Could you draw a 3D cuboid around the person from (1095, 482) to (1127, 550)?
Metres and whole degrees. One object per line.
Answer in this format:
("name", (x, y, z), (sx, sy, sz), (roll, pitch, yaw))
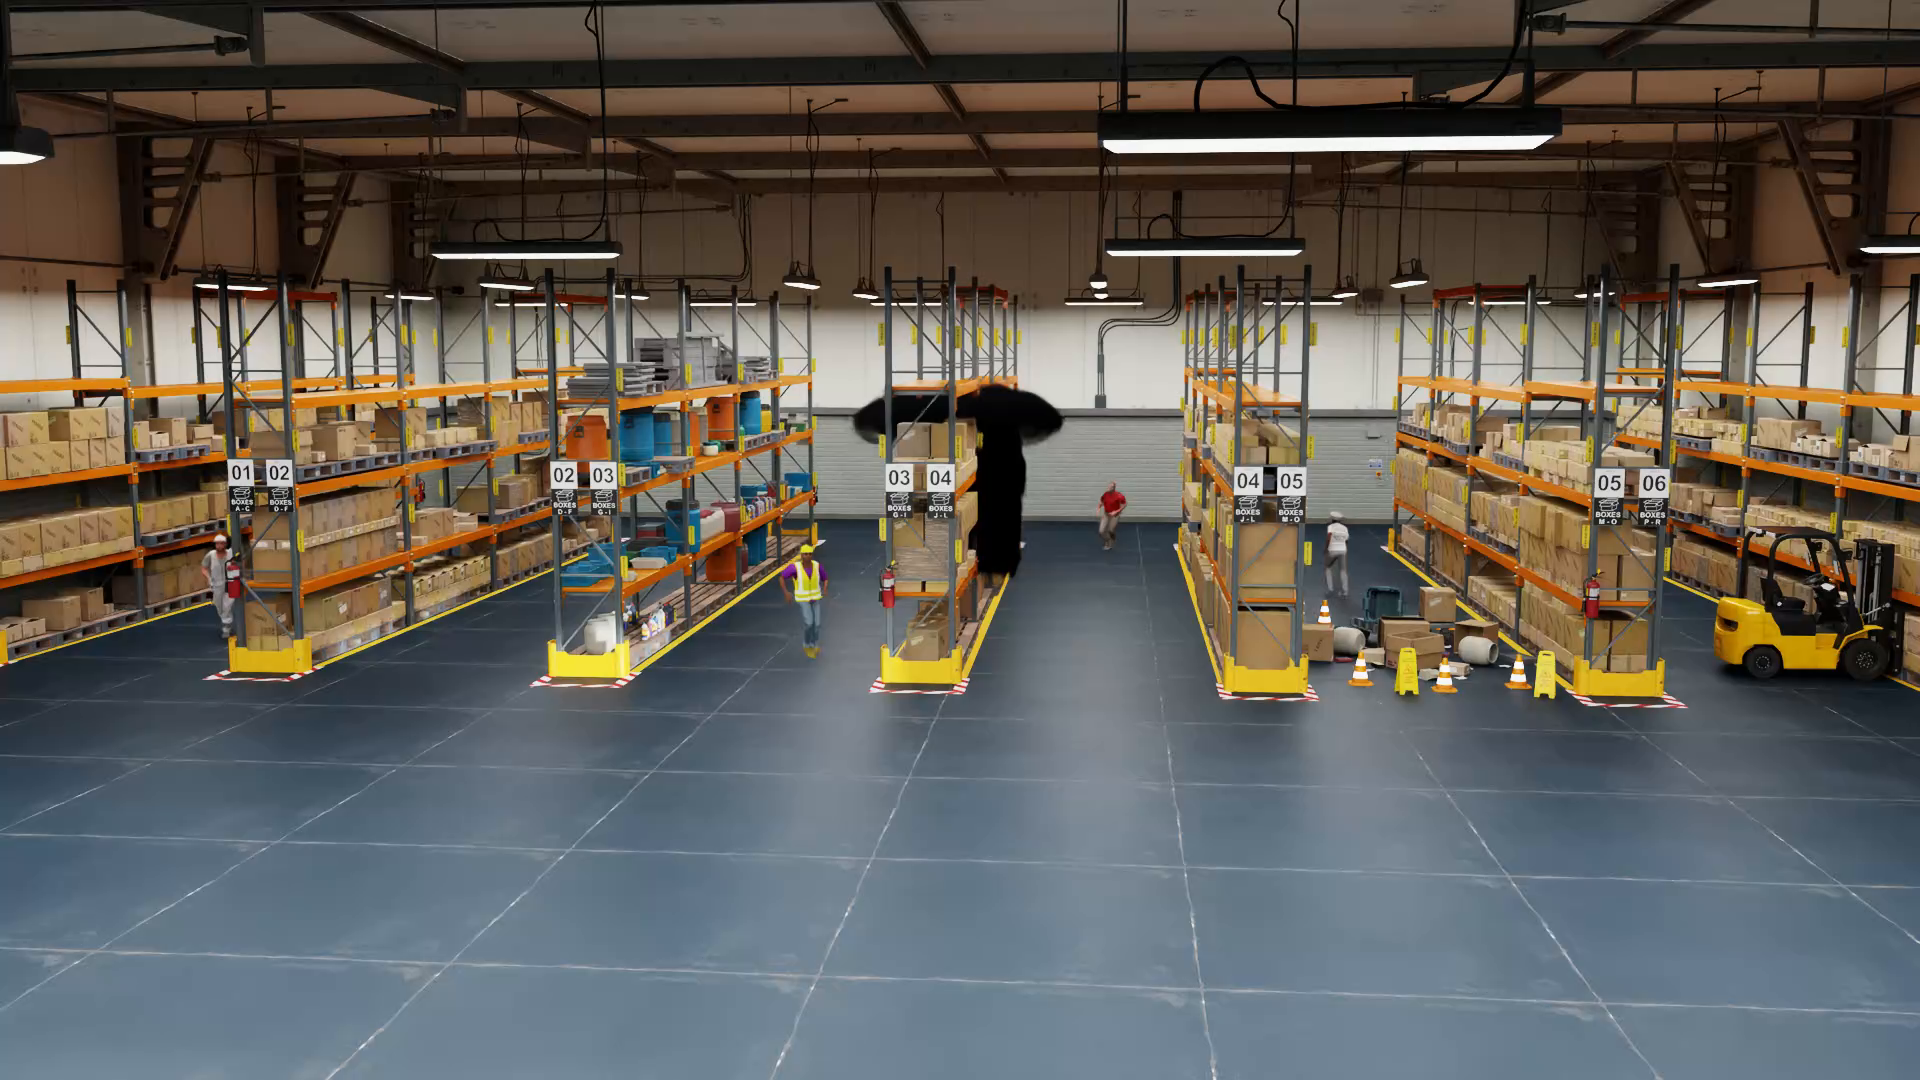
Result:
("person", (3.589, -0.558, 39.329), (0.736, 1.635, 0.543), (4, 8, 28))

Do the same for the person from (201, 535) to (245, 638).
("person", (-12.376, 0.753, 27.979), (0.658, 1.738, 0.816), (-2, 7, -15))

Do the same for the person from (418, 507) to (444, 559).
("person", (-11.070, 0.021, 34.905), (0.604, 1.509, 0.828), (-1, 7, -12))

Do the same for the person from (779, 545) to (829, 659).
("person", (-2.372, 0.953, 25.768), (0.761, 1.772, 0.643), (-3, 8, -24))

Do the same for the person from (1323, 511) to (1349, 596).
("person", (7.299, 0.291, 32.253), (0.571, 1.648, 0.949), (-1, 7, -5))
